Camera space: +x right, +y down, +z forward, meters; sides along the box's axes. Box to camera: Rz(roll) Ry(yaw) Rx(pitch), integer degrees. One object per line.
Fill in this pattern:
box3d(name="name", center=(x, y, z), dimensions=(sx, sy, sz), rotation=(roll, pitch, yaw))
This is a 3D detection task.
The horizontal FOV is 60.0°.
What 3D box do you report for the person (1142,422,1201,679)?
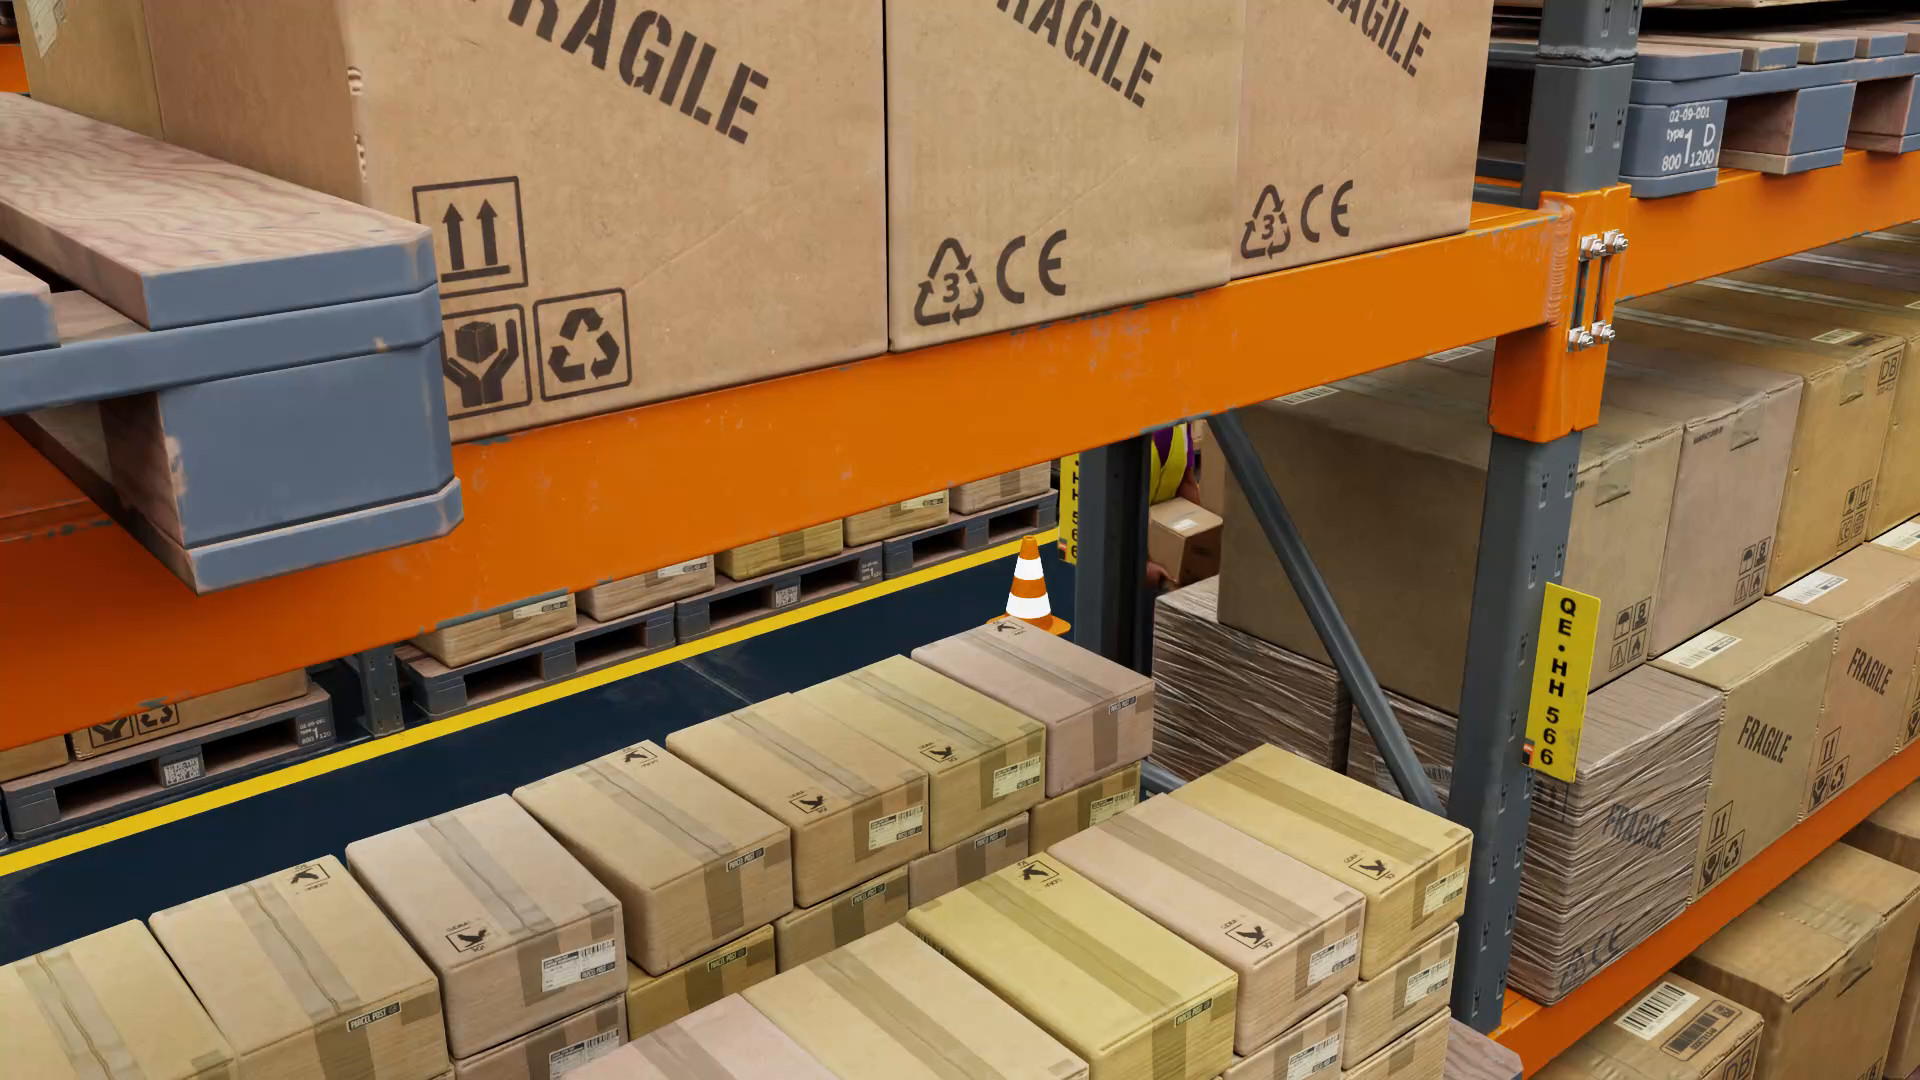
box3d(name="person", center=(0.727, 0.015, 6.533), dimensions=(0.501, 1.746, 0.588), rotation=(-18, 27, -38))
